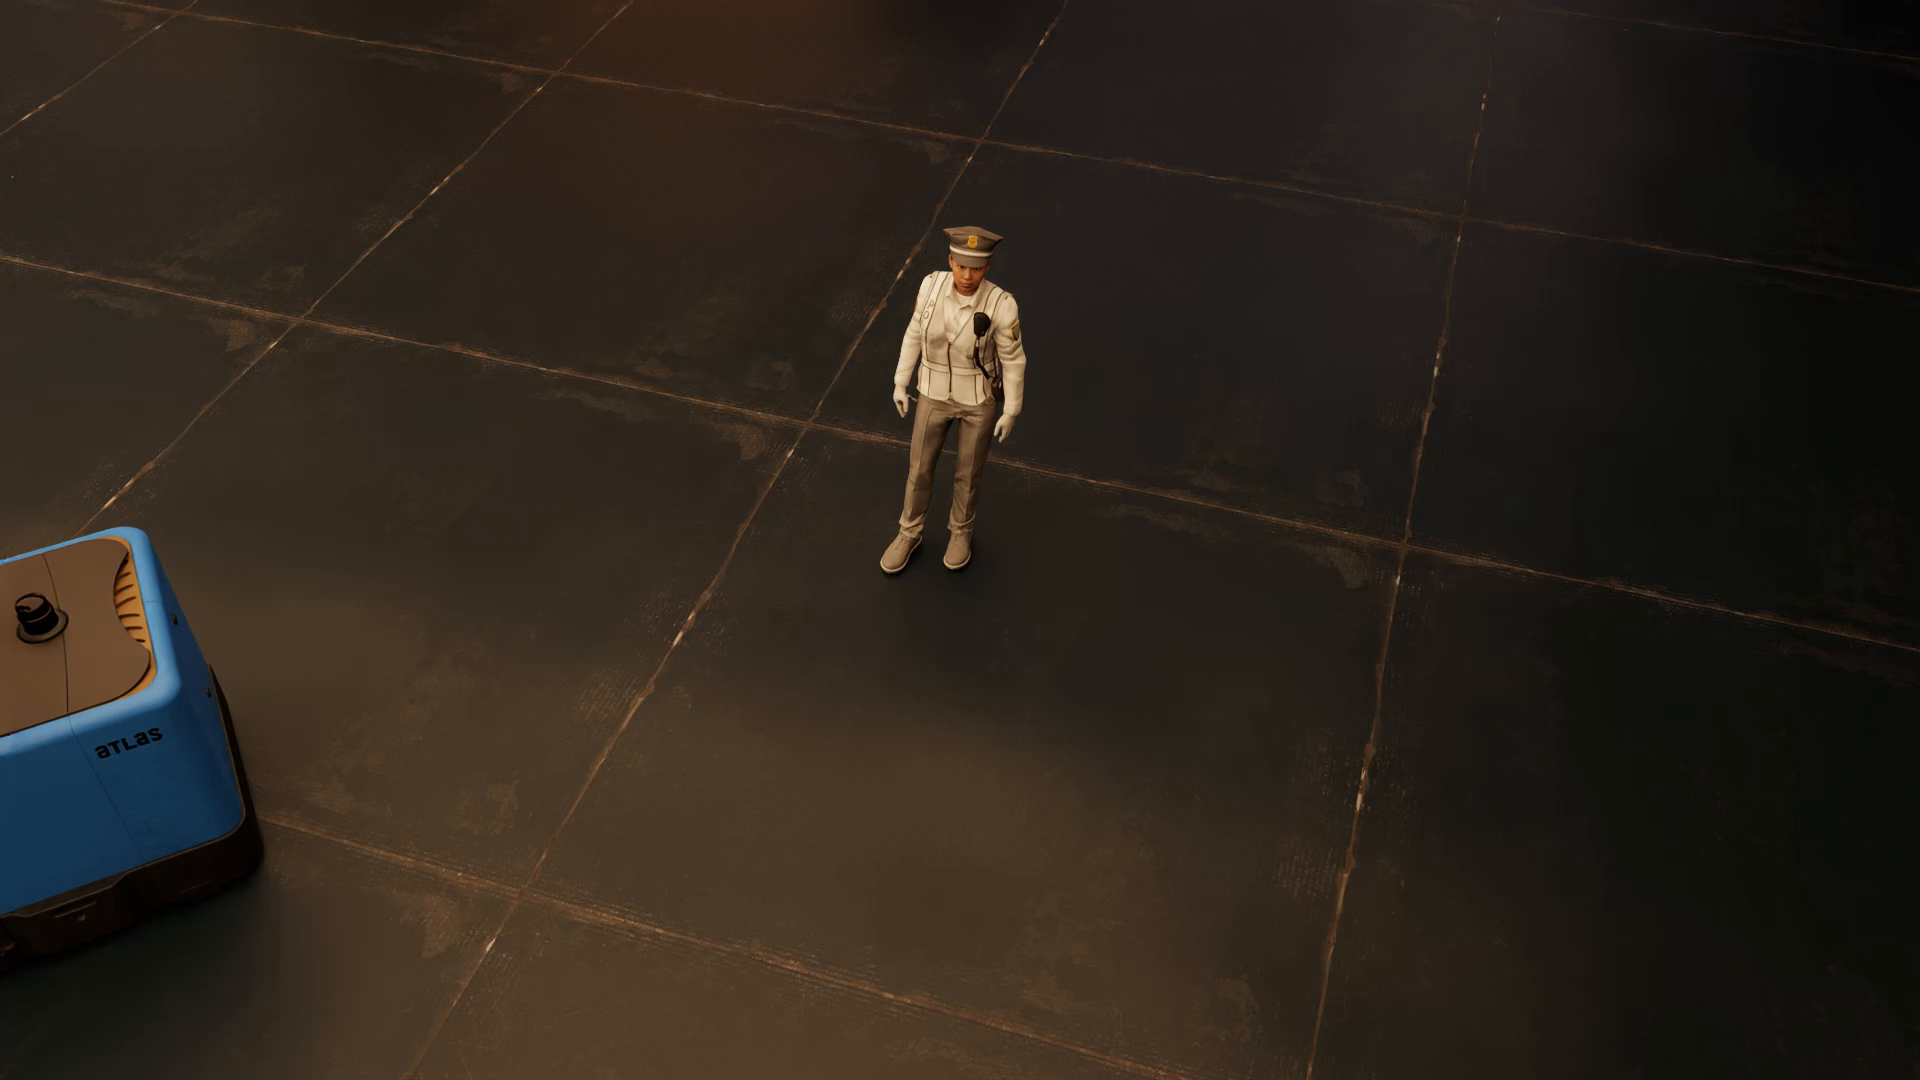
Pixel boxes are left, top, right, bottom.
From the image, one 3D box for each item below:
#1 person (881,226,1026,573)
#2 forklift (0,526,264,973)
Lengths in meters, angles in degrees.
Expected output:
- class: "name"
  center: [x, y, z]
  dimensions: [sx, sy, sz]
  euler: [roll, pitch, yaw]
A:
- class: "person"
  center: [-0.026, -0.584, 7.213]
  dimensions: [0.587, 1.696, 0.534]
  euler: [12, 44, 13]
- class: "forklift"
  center: [-4.242, 0.388, 5.272]
  dimensions: [3.031, 2.935, 1.130]
  euler: [-19, 46, -19]
